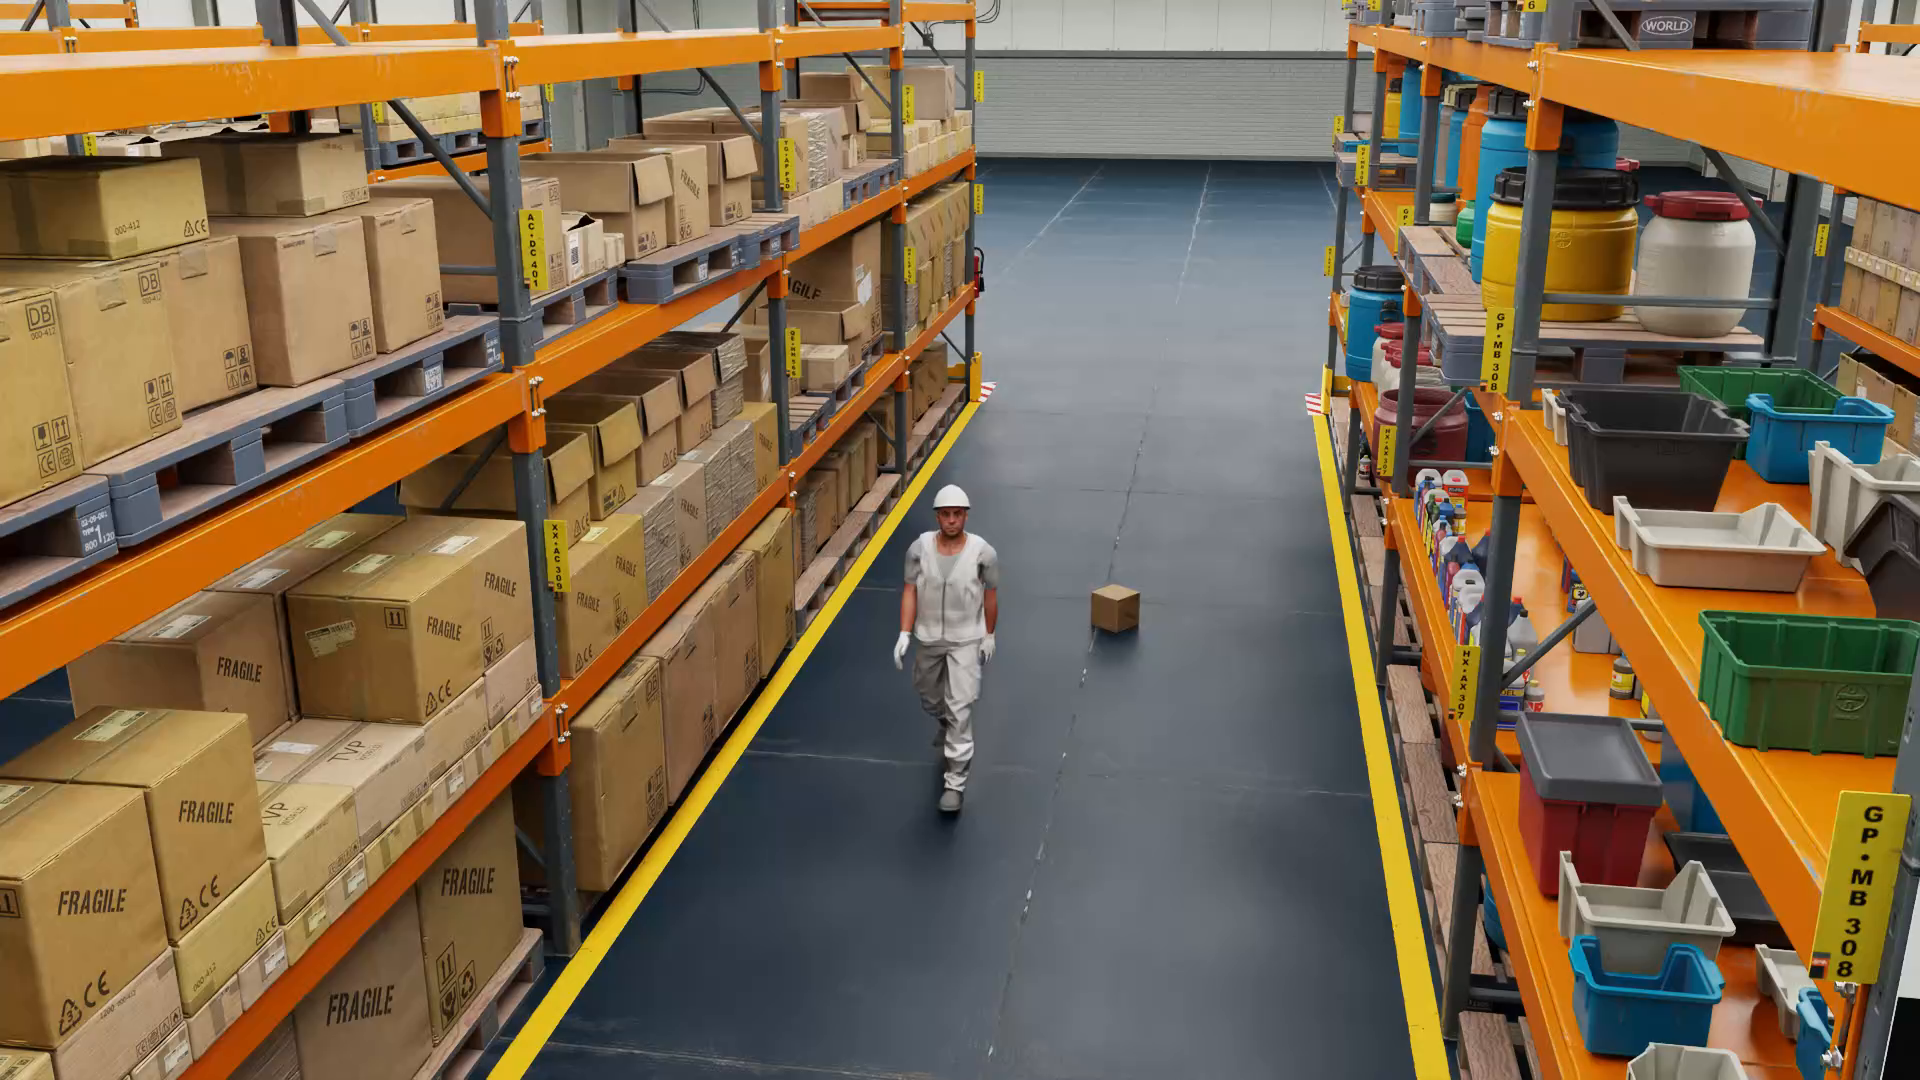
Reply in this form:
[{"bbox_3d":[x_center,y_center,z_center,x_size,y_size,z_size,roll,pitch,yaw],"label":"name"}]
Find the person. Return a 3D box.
[{"bbox_3d":[-0.068,0.550,9.276,0.535,1.756,0.930,4,18,13],"label":"person"}]
